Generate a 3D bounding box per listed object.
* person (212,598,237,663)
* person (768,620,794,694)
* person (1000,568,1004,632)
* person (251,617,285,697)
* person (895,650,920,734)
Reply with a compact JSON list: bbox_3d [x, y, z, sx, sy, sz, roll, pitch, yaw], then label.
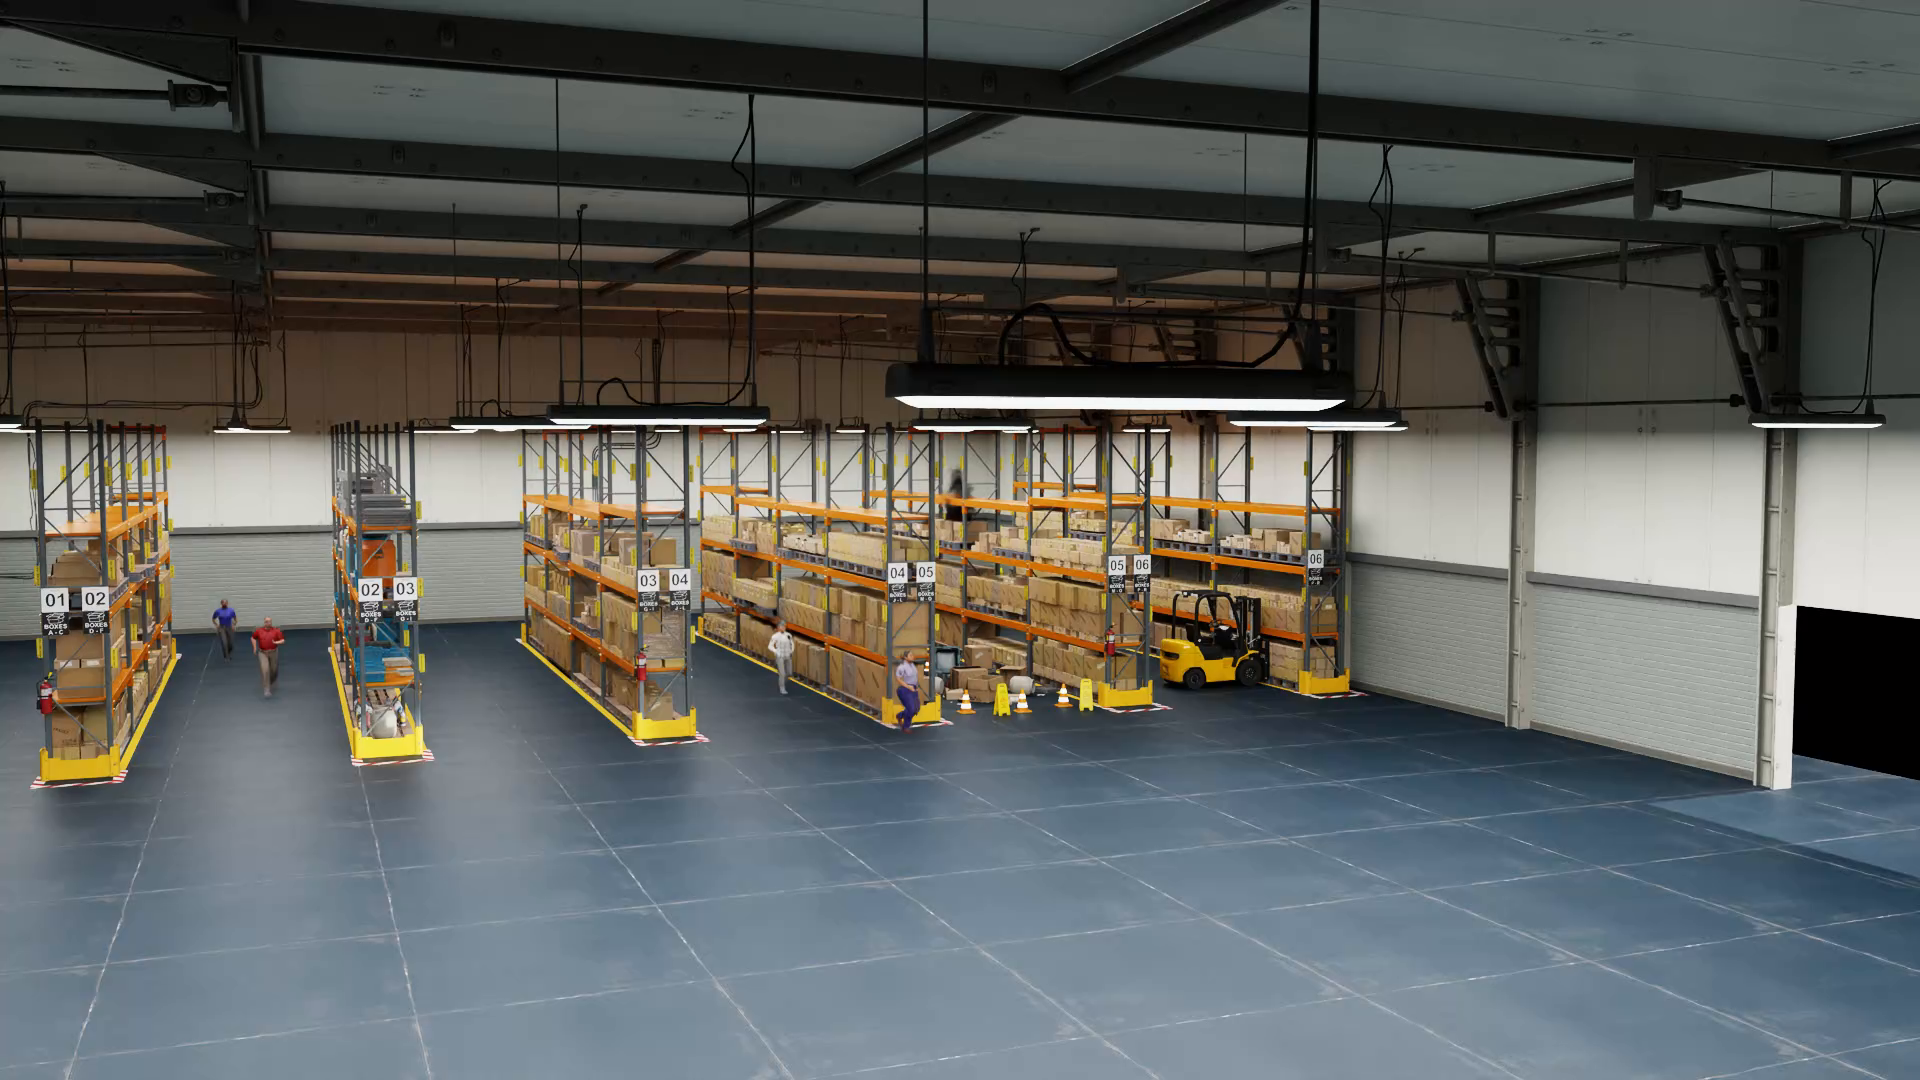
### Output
[{"bbox_3d":[-18.632,2.287,42.129,0.588,1.628,0.599,-2,4,-29],"label":"person"},{"bbox_3d":[-3.951,2.590,36.951,0.613,1.641,0.578,-2,4,-27],"label":"person"},{"bbox_3d":[1.065,1.650,46.383,0.699,1.802,0.926,-2,4,-24],"label":"person"},{"bbox_3d":[-15.272,2.547,36.732,0.665,1.704,0.970,-2,4,-28],"label":"person"},{"bbox_3d":[-1.040,2.922,32.073,0.591,1.607,0.637,2,4,31],"label":"person"}]
